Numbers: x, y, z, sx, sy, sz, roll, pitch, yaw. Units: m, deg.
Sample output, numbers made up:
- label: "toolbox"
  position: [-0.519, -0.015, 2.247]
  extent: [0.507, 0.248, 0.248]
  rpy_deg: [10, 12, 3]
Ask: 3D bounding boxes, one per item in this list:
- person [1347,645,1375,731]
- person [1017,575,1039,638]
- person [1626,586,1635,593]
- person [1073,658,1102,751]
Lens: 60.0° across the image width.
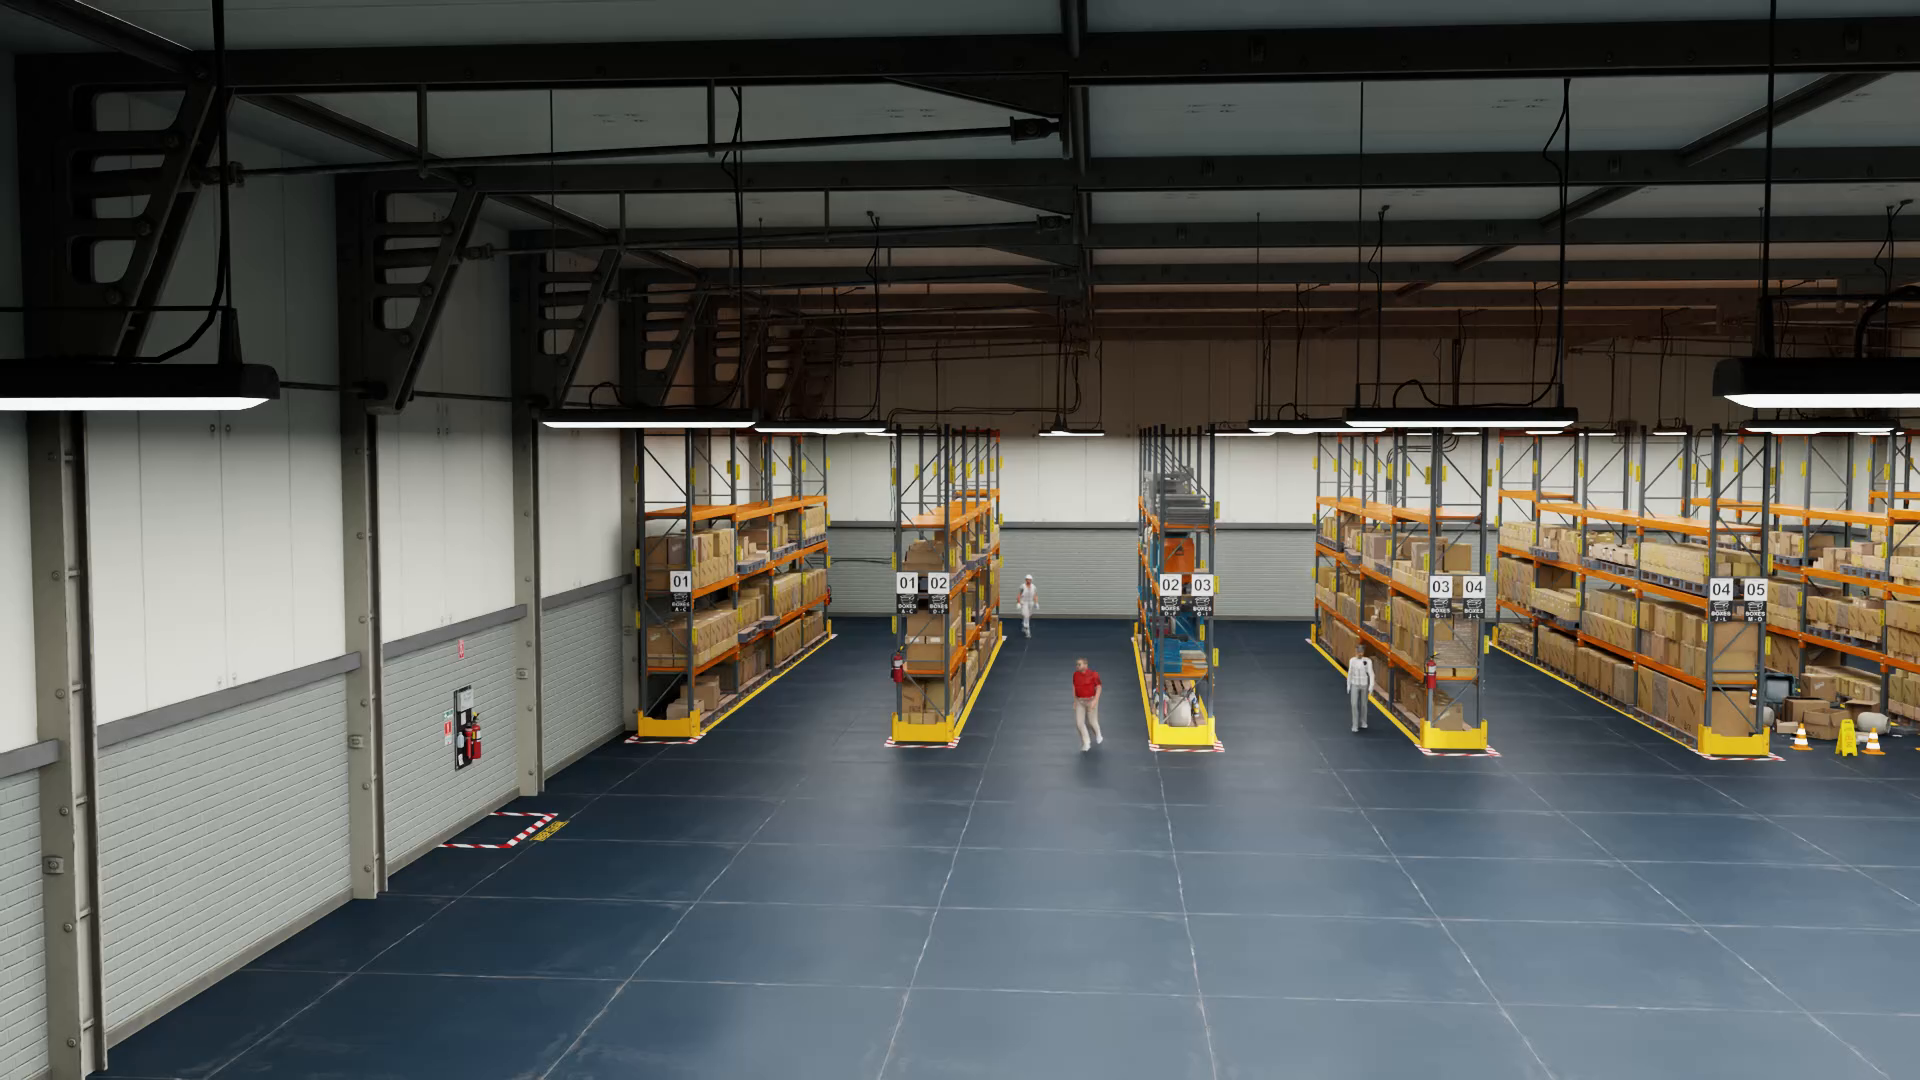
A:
- label: "person"
  position: [7.898, 2.904, 32.784]
  extent: [0.539, 1.698, 0.599]
  rpy_deg: [1, 4, 22]
- label: "person"
  position: [1.959, 1.915, 48.275]
  extent: [0.568, 1.822, 0.794]
  rpy_deg: [-2, 4, -28]
- label: "person"
  position: [18.964, 1.973, 47.075]
  extent: [0.661, 1.755, 0.582]
  rpy_deg: [0, 4, 8]
- label: "person"
  position: [2.346, 3.014, 30.713]
  extent: [0.590, 1.699, 0.631]
  rpy_deg: [2, 4, 24]
